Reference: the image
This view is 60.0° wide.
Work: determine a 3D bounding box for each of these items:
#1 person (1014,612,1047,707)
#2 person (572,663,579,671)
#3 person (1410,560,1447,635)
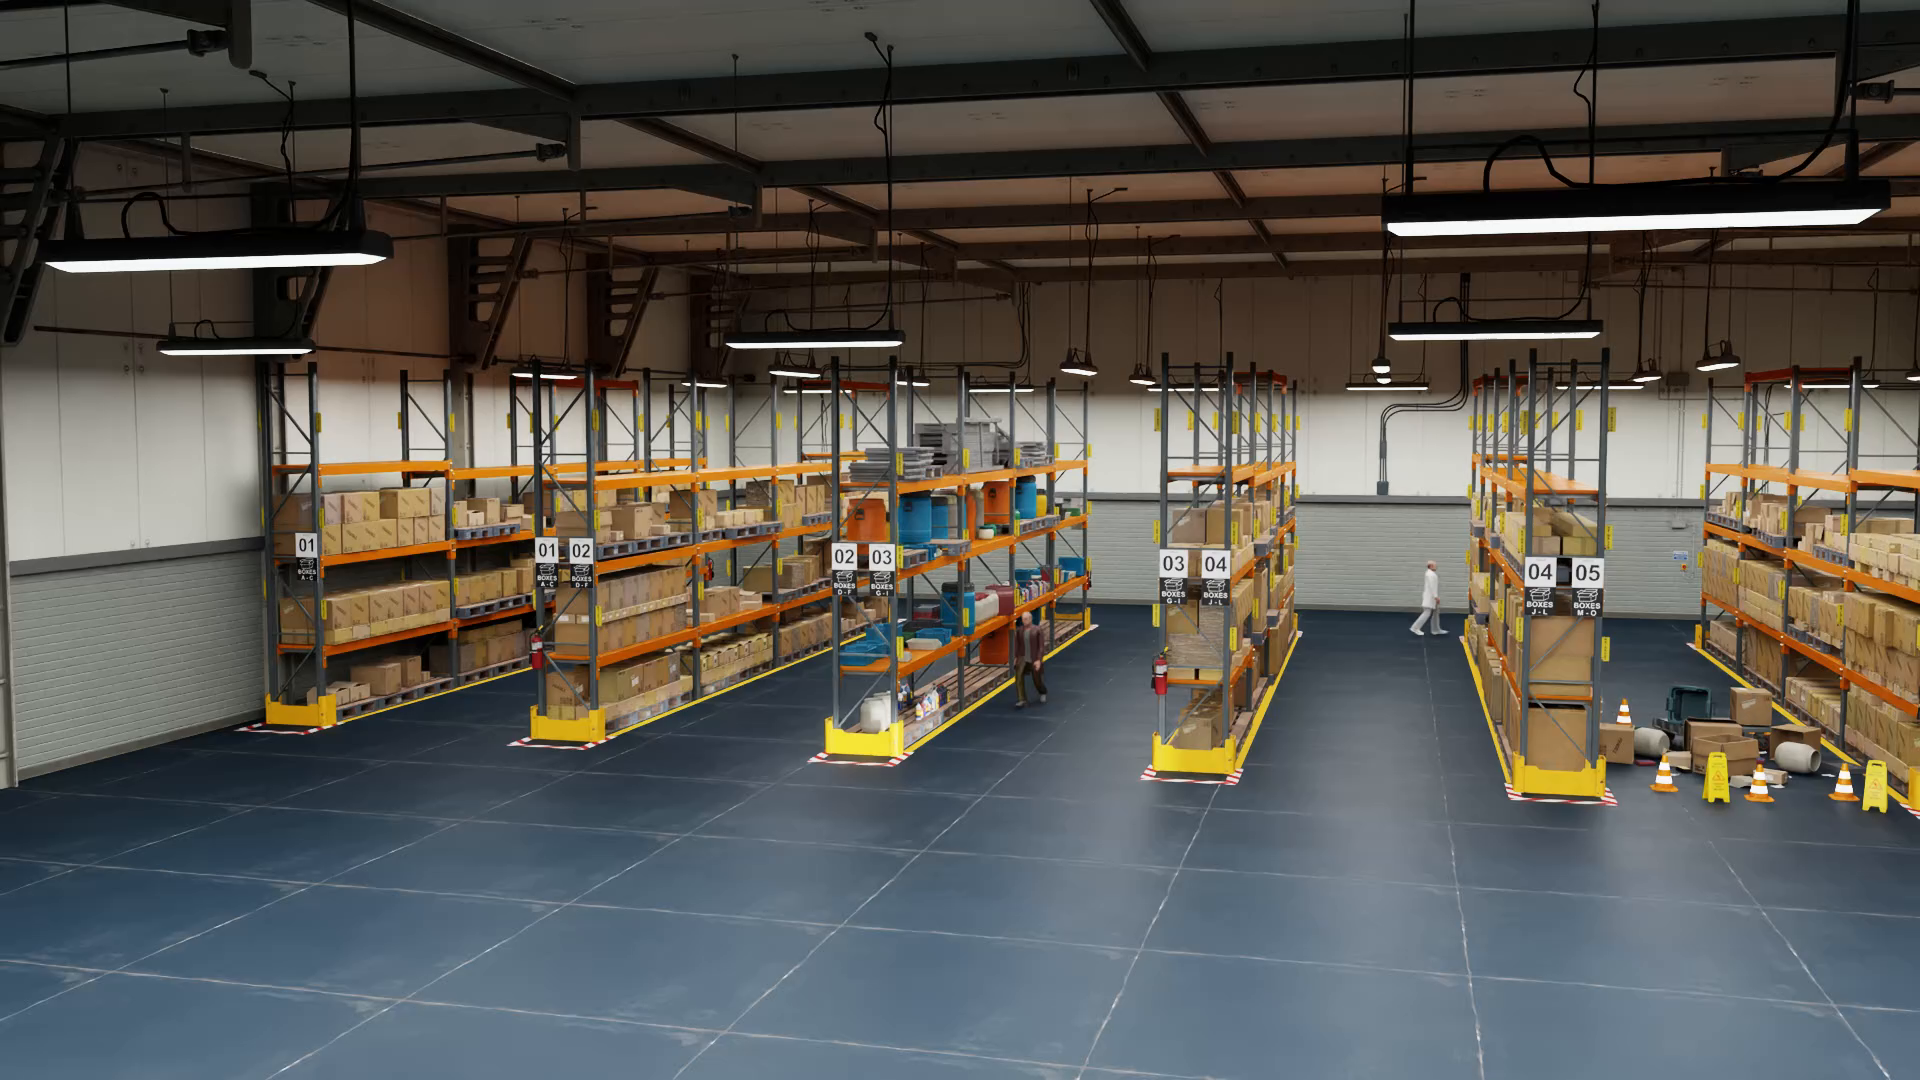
[{"bbox_3d":[1.230,2.100,29.473,0.576,1.656,1.144,2,4,22],"label":"person"},{"bbox_3d":[-6.872,2.061,30.275,0.543,1.658,0.805,0,4,-2],"label":"person"},{"bbox_3d":[11.052,1.360,39.179,0.851,1.761,0.587,1,4,15],"label":"person"}]
